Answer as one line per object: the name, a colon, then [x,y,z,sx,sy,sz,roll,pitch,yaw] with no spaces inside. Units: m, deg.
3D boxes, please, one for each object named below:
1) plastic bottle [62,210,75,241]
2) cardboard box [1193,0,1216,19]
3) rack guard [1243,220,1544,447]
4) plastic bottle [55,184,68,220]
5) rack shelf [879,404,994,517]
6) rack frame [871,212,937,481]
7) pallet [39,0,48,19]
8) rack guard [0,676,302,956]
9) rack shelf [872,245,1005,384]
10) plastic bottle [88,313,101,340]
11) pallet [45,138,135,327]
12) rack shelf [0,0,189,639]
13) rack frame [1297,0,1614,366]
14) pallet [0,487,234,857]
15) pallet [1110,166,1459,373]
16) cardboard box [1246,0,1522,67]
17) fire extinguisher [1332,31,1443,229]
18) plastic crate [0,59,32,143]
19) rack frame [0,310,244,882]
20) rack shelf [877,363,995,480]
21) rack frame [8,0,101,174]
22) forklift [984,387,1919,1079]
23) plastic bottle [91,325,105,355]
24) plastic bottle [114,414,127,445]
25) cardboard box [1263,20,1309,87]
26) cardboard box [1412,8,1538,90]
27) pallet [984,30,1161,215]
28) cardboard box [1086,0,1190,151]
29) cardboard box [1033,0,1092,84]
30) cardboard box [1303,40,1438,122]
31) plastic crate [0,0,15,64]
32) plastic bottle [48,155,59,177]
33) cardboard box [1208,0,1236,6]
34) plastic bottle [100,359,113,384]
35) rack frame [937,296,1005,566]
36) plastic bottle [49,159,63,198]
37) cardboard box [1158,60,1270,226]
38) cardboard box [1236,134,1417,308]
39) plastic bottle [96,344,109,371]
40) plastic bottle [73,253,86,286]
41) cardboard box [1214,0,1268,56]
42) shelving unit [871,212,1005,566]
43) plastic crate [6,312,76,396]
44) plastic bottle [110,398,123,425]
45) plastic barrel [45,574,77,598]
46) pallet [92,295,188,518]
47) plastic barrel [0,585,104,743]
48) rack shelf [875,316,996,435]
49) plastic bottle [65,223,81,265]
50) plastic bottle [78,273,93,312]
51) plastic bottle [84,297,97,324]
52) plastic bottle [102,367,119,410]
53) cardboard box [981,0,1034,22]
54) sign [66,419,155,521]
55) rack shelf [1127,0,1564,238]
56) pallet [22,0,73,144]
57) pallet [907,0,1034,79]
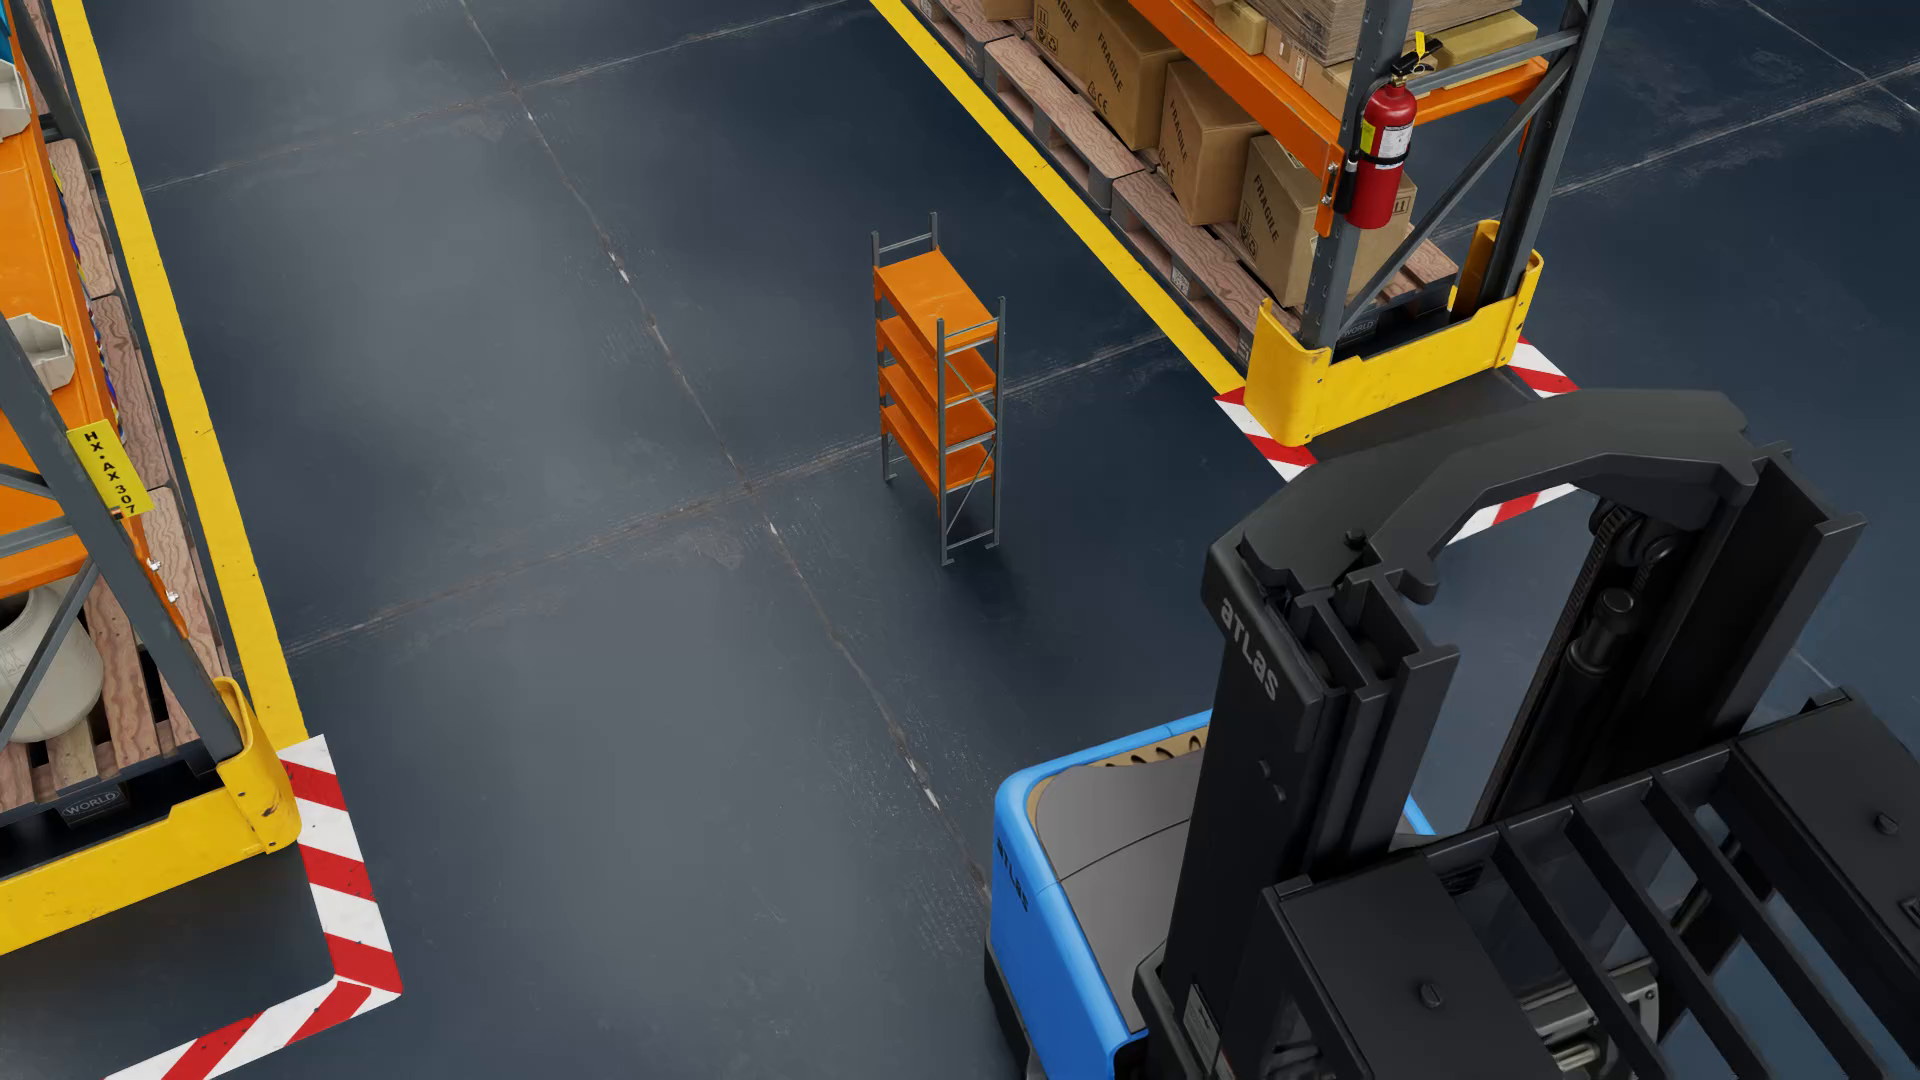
plastic bottle: [-3.839,-1.387,6.937,0.144,0.351,0.185,-24,53,-19]
cardboard box: [1.068,-2.130,6.287,0.380,0.149,0.250,-21,52,-18]
rack guard: [1.722,-0.831,6.644,1.175,0.500,0.348,-21,52,-18]
plastic bottle: [-3.926,-1.515,7.050,0.144,0.351,0.185,-22,53,-18]
rack shelf: [-0.076,-0.331,6.095,0.258,0.148,0.480,-21,52,-18]
rack frame: [-0.187,-0.669,6.038,0.240,1.200,0.015,-21,52,-18]
pallet: [-5.433,-2.986,8.721,1.003,0.211,1.213,-21,52,-18]
rack guard: [-2.724,0.891,5.138,1.175,0.500,0.348,-21,52,-18]
rack shelf: [-0.076,-0.765,5.599,0.258,0.148,0.480,-21,52,-18]
plastic bottle: [-3.495,-0.896,6.561,0.097,0.271,0.097,0,49,0]
pallet: [-4.207,-1.192,7.152,1.003,0.211,1.213,-21,52,-18]
rack shelf: [-3.562,-0.999,5.609,1.077,0.370,4.000,-21,52,-18]
rack frame: [1.757,-1.603,5.659,1.000,3.000,0.127,-21,52,-18]
pallet: [-3.091,0.441,5.724,1.003,0.211,1.213,-21,52,-18]
pallet: [1.382,-1.292,7.239,1.003,0.211,1.213,-21,52,-18]
cardboard box: [1.530,-2.111,5.840,0.875,0.500,0.500,-21,52,-18]
fire extinguisher: [1.400,-1.342,5.482,0.296,0.674,0.183,-21,52,-18]
plastic crate: [-3.509,-1.488,5.734,0.530,0.136,0.437,-21,52,-18]
rack frame: [-2.647,0.103,4.167,1.000,3.000,0.127,-21,52,-18]
rack shelf: [-0.076,-0.462,5.946,0.258,0.148,0.480,-21,52,-18]
rack frame: [-4.477,-2.574,6.509,1.000,3.000,0.127,-21,52,-18]
forklift: [1.065,1.271,3.191,1.130,2.935,3.031,-16,51,-13]
plastic bottle: [-3.447,-0.804,6.527,0.097,0.201,0.097,0,49,0]
plastic bottle: [-3.199,-0.464,6.184,0.097,0.271,0.097,0,49,0]
cardboard box: [1.329,-1.807,6.005,0.380,0.149,0.250,-21,52,-18]
cardboard box: [1.839,-1.793,5.992,0.380,0.149,0.250,-21,52,-18]
pallet: [0.828,-2.107,7.953,1.003,0.211,1.213,-21,52,-18]
cardboard box: [0.913,-2.156,7.524,0.500,0.500,0.500,-17,51,-14]
cardboard box: [0.697,-2.545,7.864,0.500,0.500,0.500,-26,54,-21]
cardboard box: [1.443,-1.640,5.858,0.380,0.149,0.250,-21,52,-18]
plastic crate: [-3.729,-1.878,5.998,0.499,0.251,0.616,-21,52,-18]
plastic bottle: [-4.034,-1.662,7.278,0.097,0.201,0.097,0,49,0]
cardboard box: [1.194,-2.405,6.096,0.875,0.500,0.500,-21,52,-18]
plastic bottle: [-3.356,-0.694,6.384,0.097,0.271,0.097,0,49,0]
rack frame: [0.036,-0.342,5.752,0.240,1.200,0.015,-21,52,-18]
plastic bottle: [-3.964,-1.616,7.183,0.061,0.283,0.133,-19,51,-16]
cardboard box: [1.182,-1.730,7.152,0.500,0.500,0.500,-9,49,-8]
cardboard box: [1.486,-1.342,6.813,0.500,0.500,0.500,-13,50,-11]
plastic bottle: [-3.402,-0.761,6.443,0.097,0.271,0.097,0,49,0]
plastic bottle: [-3.691,-1.170,6.748,0.144,0.351,0.185,-21,52,-18]
cardboard box: [1.169,-1.957,6.136,0.380,0.149,0.250,-21,52,-18]
shelving unit: [-0.076,-0.506,5.895,0.258,1.200,0.503,-21,52,-18]
plastic crate: [-2.770,-0.520,4.887,0.298,0.136,0.250,-21,52,-18]
plastic bottle: [-3.247,-0.511,6.271,0.097,0.201,0.097,0,49,0]
plastic barrel: [-3.245,0.034,5.601,0.421,0.512,0.421,0,49,0]
pallet: [-3.645,-0.375,6.437,1.003,0.211,1.213,-21,52,-18]
plastic barrel: [-3.016,0.370,5.308,0.421,0.512,0.421,0,49,0]
rack shelf: [-0.076,-0.609,5.778,0.258,0.148,0.480,-21,52,-18]
plastic bottle: [-3.727,-1.270,6.880,0.061,0.283,0.133,-18,51,-15]
plastic bottle: [-3.620,-1.036,6.680,0.152,0.276,0.135,-20,52,-17]
plastic bottle: [-3.541,-0.941,6.647,0.097,0.201,0.097,0,49,0]
plastic bottle: [-3.287,-0.626,6.317,0.061,0.283,0.133,-20,52,-17]
cardboard box: [0.343,-2.933,8.204,0.500,0.500,0.500,-7,49,-6]
sign: [-2.156,-0.175,4.226,0.100,0.325,0.005,-21,52,-18]
rack shelf: [0.842,-2.705,7.101,1.077,0.370,4.000,-21,52,-18]
pallet: [-4.871,-2.168,8.006,1.003,0.211,1.213,-21,52,-18]
pallet: [0.265,-2.925,8.668,1.003,0.211,1.213,-21,52,-18]
